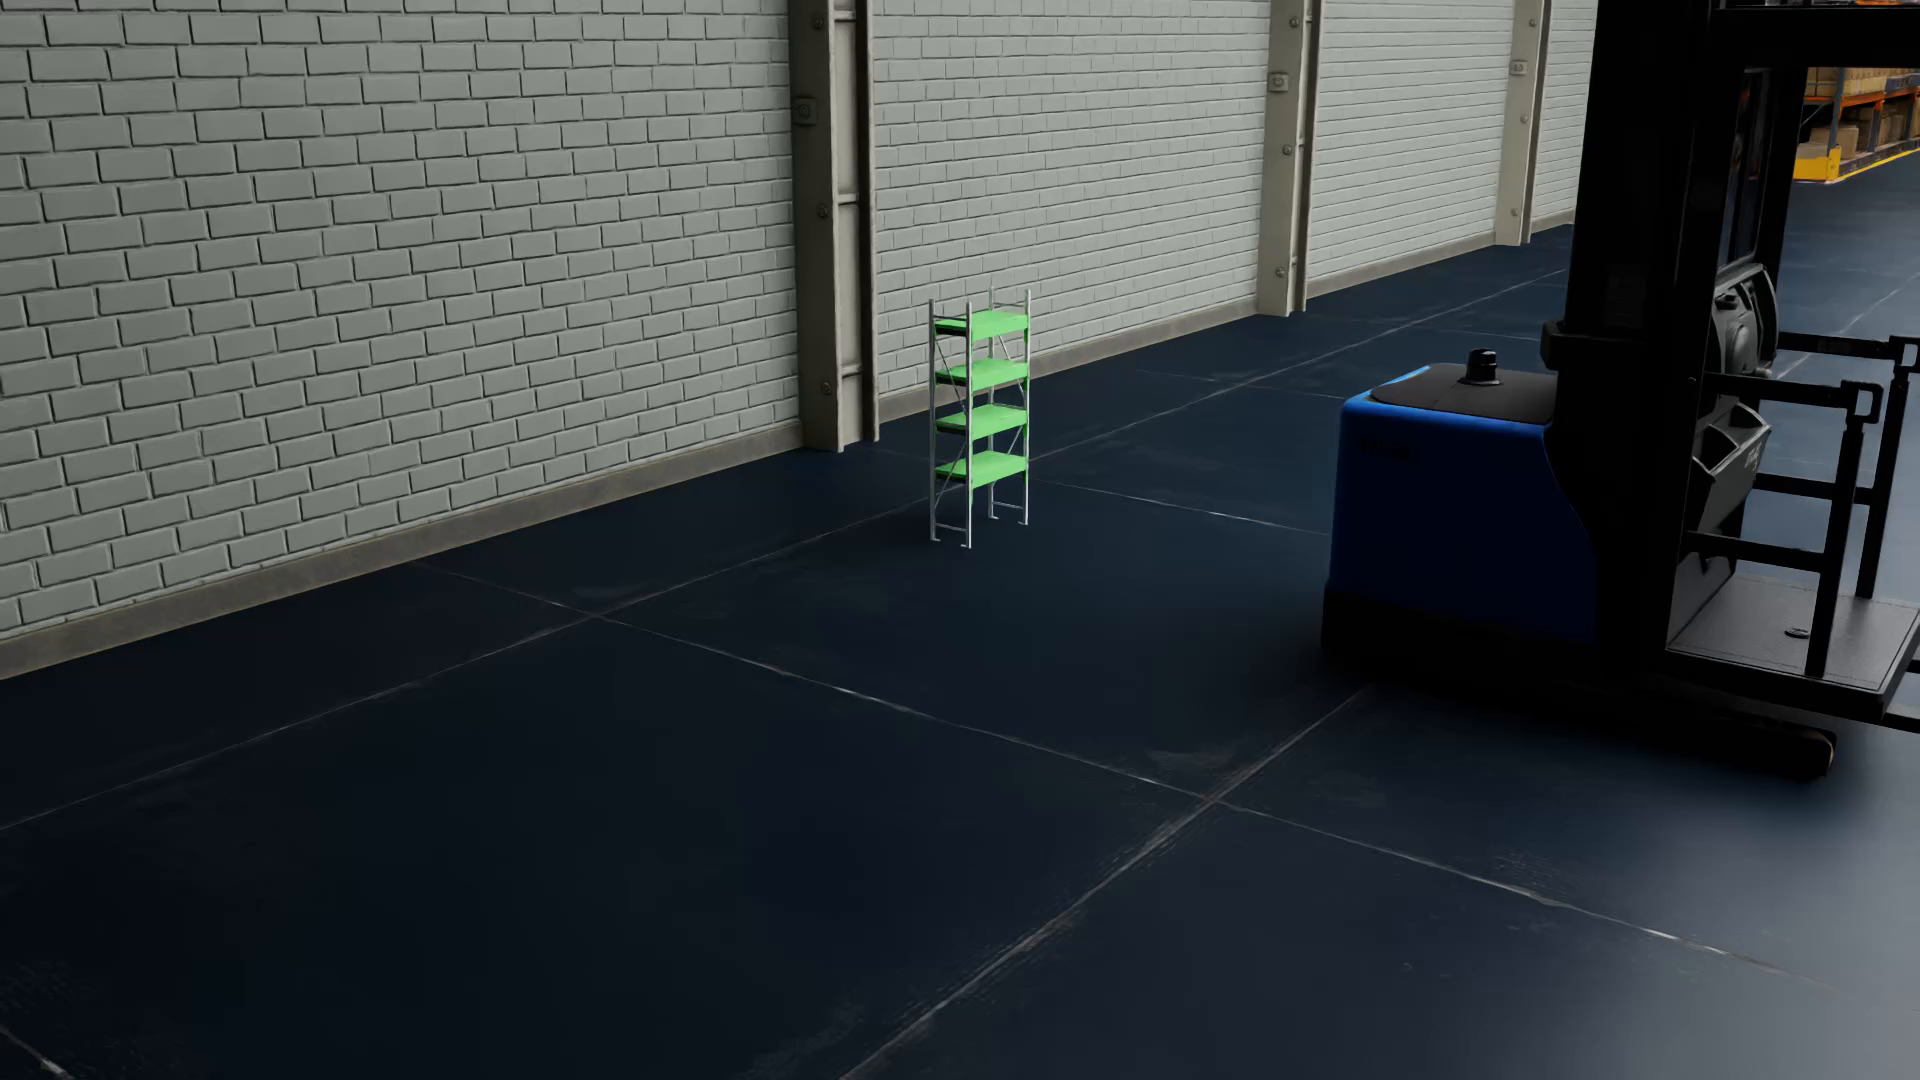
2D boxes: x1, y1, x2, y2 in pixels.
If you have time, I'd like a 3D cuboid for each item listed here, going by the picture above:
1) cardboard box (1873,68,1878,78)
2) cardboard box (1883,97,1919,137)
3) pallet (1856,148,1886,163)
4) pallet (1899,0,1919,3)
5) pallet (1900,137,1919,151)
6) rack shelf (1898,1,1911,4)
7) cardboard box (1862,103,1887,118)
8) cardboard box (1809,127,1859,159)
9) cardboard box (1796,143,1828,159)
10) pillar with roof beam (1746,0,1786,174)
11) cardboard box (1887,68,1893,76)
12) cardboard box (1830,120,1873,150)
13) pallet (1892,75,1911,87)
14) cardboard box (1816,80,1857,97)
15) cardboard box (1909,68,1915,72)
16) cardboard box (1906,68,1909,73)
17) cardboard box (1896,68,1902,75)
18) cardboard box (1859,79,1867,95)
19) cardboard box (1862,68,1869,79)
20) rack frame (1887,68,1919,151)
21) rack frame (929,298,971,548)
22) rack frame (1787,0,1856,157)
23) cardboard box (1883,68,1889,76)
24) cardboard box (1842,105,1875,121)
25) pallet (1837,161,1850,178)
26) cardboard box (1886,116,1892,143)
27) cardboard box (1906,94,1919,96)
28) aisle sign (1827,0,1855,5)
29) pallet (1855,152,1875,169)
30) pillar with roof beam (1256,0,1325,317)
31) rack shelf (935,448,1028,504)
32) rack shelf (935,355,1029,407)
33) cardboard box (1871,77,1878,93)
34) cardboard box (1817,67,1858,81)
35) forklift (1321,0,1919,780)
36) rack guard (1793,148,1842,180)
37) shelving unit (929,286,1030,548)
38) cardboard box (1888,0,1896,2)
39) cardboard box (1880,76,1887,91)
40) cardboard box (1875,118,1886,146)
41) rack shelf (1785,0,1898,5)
[{"bbox_3d":[15.593,-8.269,28.767,0.500,0.500,0.500,12,21,33],"label":"cardboard box"},{"bbox_3d":[19.155,-8.656,33.977,0.750,0.750,0.750,12,21,34],"label":"cardboard box"},{"bbox_3d":[16.691,-7.232,31.175,1.003,0.211,1.213,12,21,35],"label":"pallet"},{"bbox_3d":[16.681,-9.849,30.159,1.213,0.211,1.003,12,21,35],"label":"pallet"},{"bbox_3d":[19.142,-8.173,34.207,1.003,0.211,1.213,12,21,35],"label":"pallet"},{"bbox_3d":[17.420,-9.943,31.359,1.077,0.370,4.000,12,21,35],"label":"rack shelf"},{"bbox_3d":[17.532,-8.276,32.045,0.500,0.250,0.500,12,21,34],"label":"cardboard box"},{"bbox_3d":[15.146,-6.892,28.852,0.700,0.500,0.500,11,20,31],"label":"cardboard box"},{"bbox_3d":[14.329,-6.500,27.909,0.500,0.311,0.500,10,20,29],"label":"cardboard box"},{"bbox_3d":[17.024,-9.849,24.785,9.100,9.000,0.400,12,21,35],"label":"pillar with roof beam"},{"bbox_3d":[16.897,-8.883,30.879,0.700,0.500,0.500,15,23,40],"label":"cardboard box"},{"bbox_3d":[16.653,-7.572,31.043,0.700,0.500,0.500,13,22,37],"label":"cardboard box"},{"bbox_3d":[17.465,-8.760,31.718,1.003,0.211,1.213,12,21,35],"label":"pallet"},{"bbox_3d":[14.390,-7.423,27.308,0.500,0.250,0.500,12,21,33],"label":"cardboard box"},{"bbox_3d":[19.106,-9.600,33.396,0.500,0.500,0.500,13,22,36],"label":"cardboard box"},{"bbox_3d":[18.339,-9.474,32.785,0.700,0.500,0.500,10,20,28],"label":"cardboard box"},{"bbox_3d":[17.615,-9.174,31.817,0.700,0.500,0.500,12,21,35],"label":"cardboard box"},{"bbox_3d":[14.997,-7.669,28.102,0.500,0.250,0.500,12,21,34],"label":"cardboard box"},{"bbox_3d":[14.986,-8.019,27.965,0.500,0.500,0.500,12,21,33],"label":"cardboard box"},{"bbox_3d":[18.611,-9.330,33.231,1.000,3.000,0.127,12,21,35],"label":"rack frame"},{"bbox_3d":[-0.047,-0.554,8.006,0.240,1.200,0.015,12,21,35],"label":"rack frame"},{"bbox_3d":[13.845,-7.425,27.096,1.000,3.000,0.127,12,21,35],"label":"rack frame"},{"bbox_3d":[16.195,-8.506,29.533,0.500,0.500,0.500,12,21,35],"label":"cardboard box"},{"bbox_3d":[16.913,-8.036,31.271,0.500,0.250,0.500,12,21,34],"label":"cardboard box"},{"bbox_3d":[14.402,-6.299,28.170,1.003,0.211,1.213,12,21,35],"label":"pallet"},{"bbox_3d":[17.824,-8.064,32.626,0.700,0.500,0.500,12,21,35],"label":"cardboard box"},{"bbox_3d":[20.185,-9.067,35.300,0.750,0.750,0.750,13,22,36],"label":"cardboard box"},{"bbox_3d":[14.043,-8.596,26.484,0.394,0.787,0.004,12,21,35],"label":"aisle sign"},{"bbox_3d":[15.856,-6.880,30.042,1.003,0.211,1.213,12,21,35],"label":"pallet"},{"bbox_3d":[6.299,-5.562,10.980,9.100,9.000,0.400,12,21,35],"label":"pillar with roof beam"},{"bbox_3d":[0.099,-0.322,8.283,0.258,0.148,0.480,12,21,35],"label":"rack shelf"},{"bbox_3d":[0.099,-0.781,8.141,0.258,0.148,0.480,12,21,35],"label":"rack shelf"},{"bbox_3d":[15.598,-7.909,28.875,0.500,0.250,0.500,12,21,34],"label":"cardboard box"},{"bbox_3d":[14.370,-7.782,27.199,0.500,0.500,0.500,12,21,35],"label":"cardboard box"},{"bbox_3d":[2.937,-0.767,5.771,3.031,2.935,1.130,12,21,34],"label":"forklift"},{"bbox_3d":[13.890,-6.249,27.525,1.175,0.500,0.348,12,21,35],"label":"rack guard"},{"bbox_3d":[0.099,-0.612,8.193,0.258,1.200,0.503,12,21,35],"label":"shelving unit"},{"bbox_3d":[16.124,-9.703,29.171,0.500,0.500,0.500,13,22,36],"label":"cardboard box"},{"bbox_3d":[16.189,-8.149,29.647,0.500,0.250,0.500,12,21,35],"label":"cardboard box"},{"bbox_3d":[17.257,-7.819,31.836,0.700,0.500,0.500,13,21,35],"label":"cardboard box"},{"bbox_3d":[15.036,-8.990,28.291,1.077,0.370,4.000,12,21,35],"label":"rack shelf"}]
